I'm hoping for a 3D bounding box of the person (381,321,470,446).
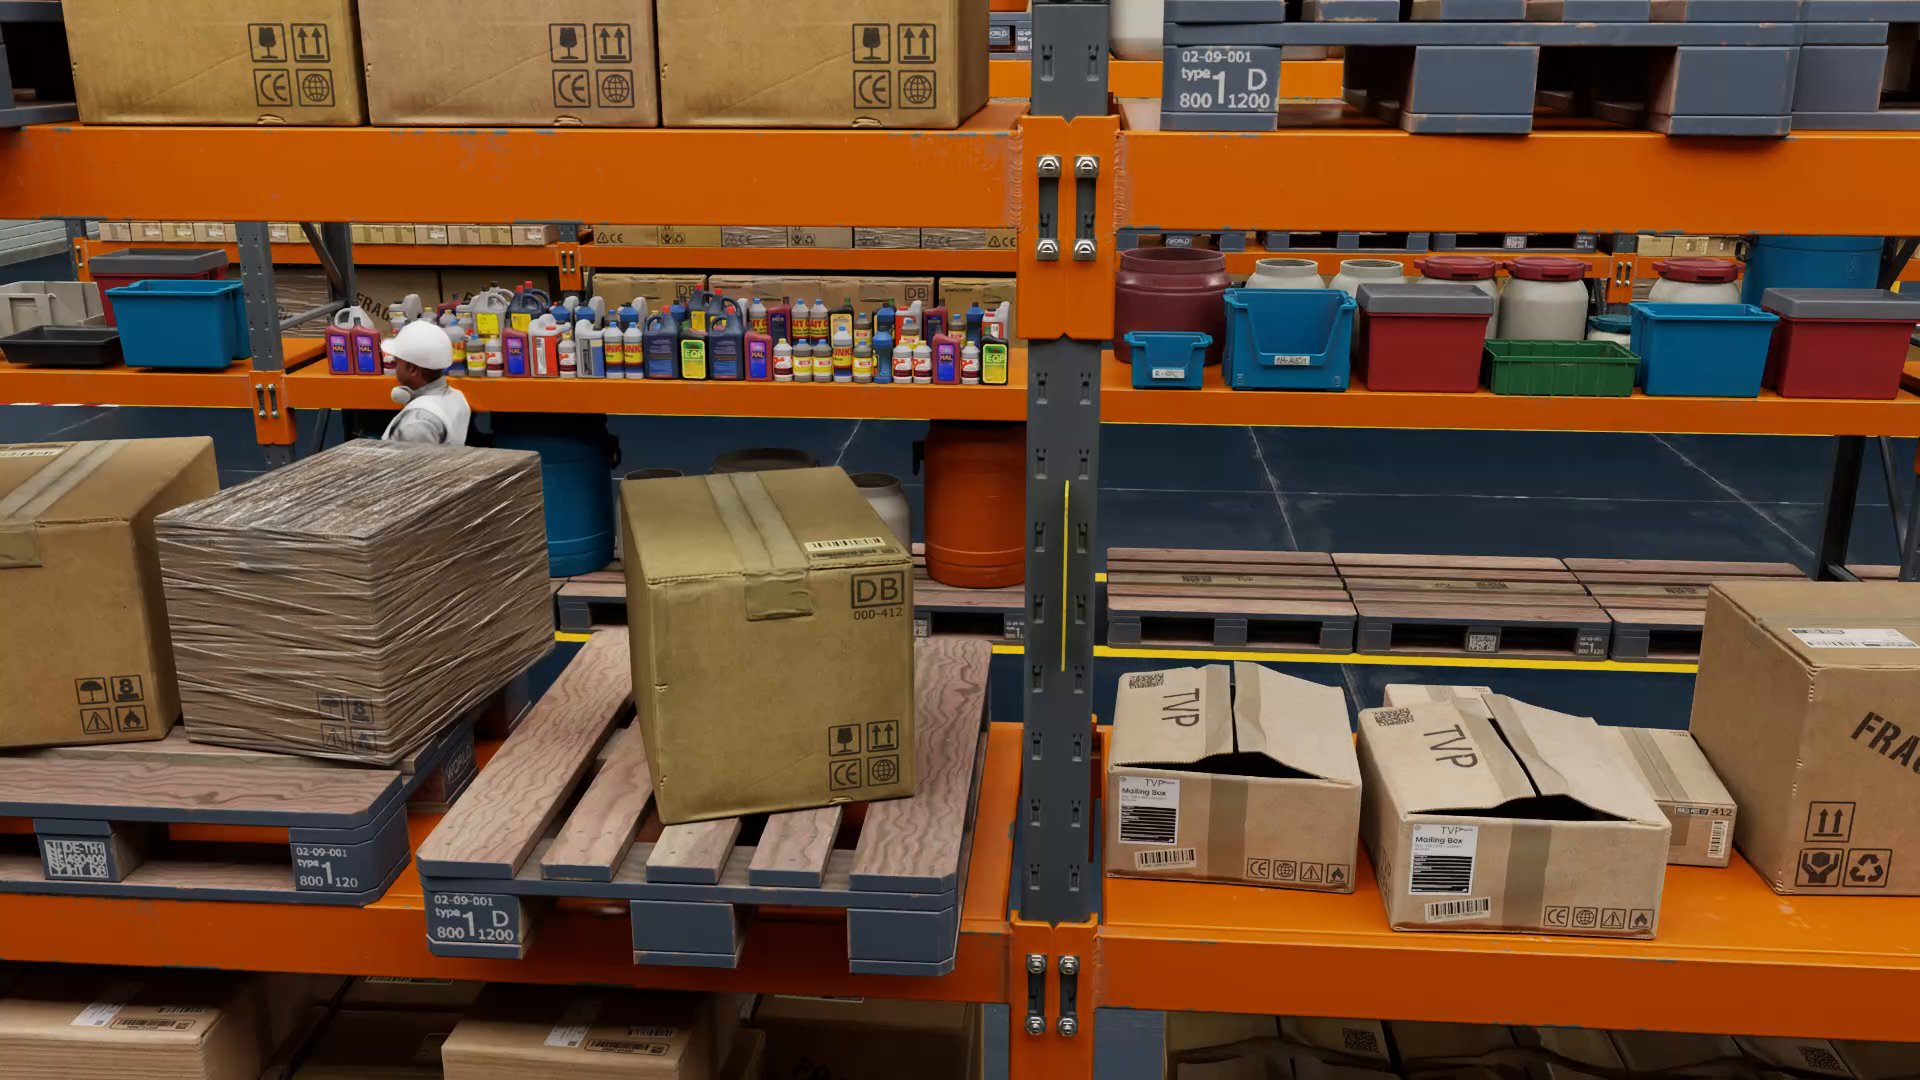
[{"bbox_3d":[-2.255,-0.069,7.149,0.516,1.763,0.538,0,17,0],"label":"person"}]
